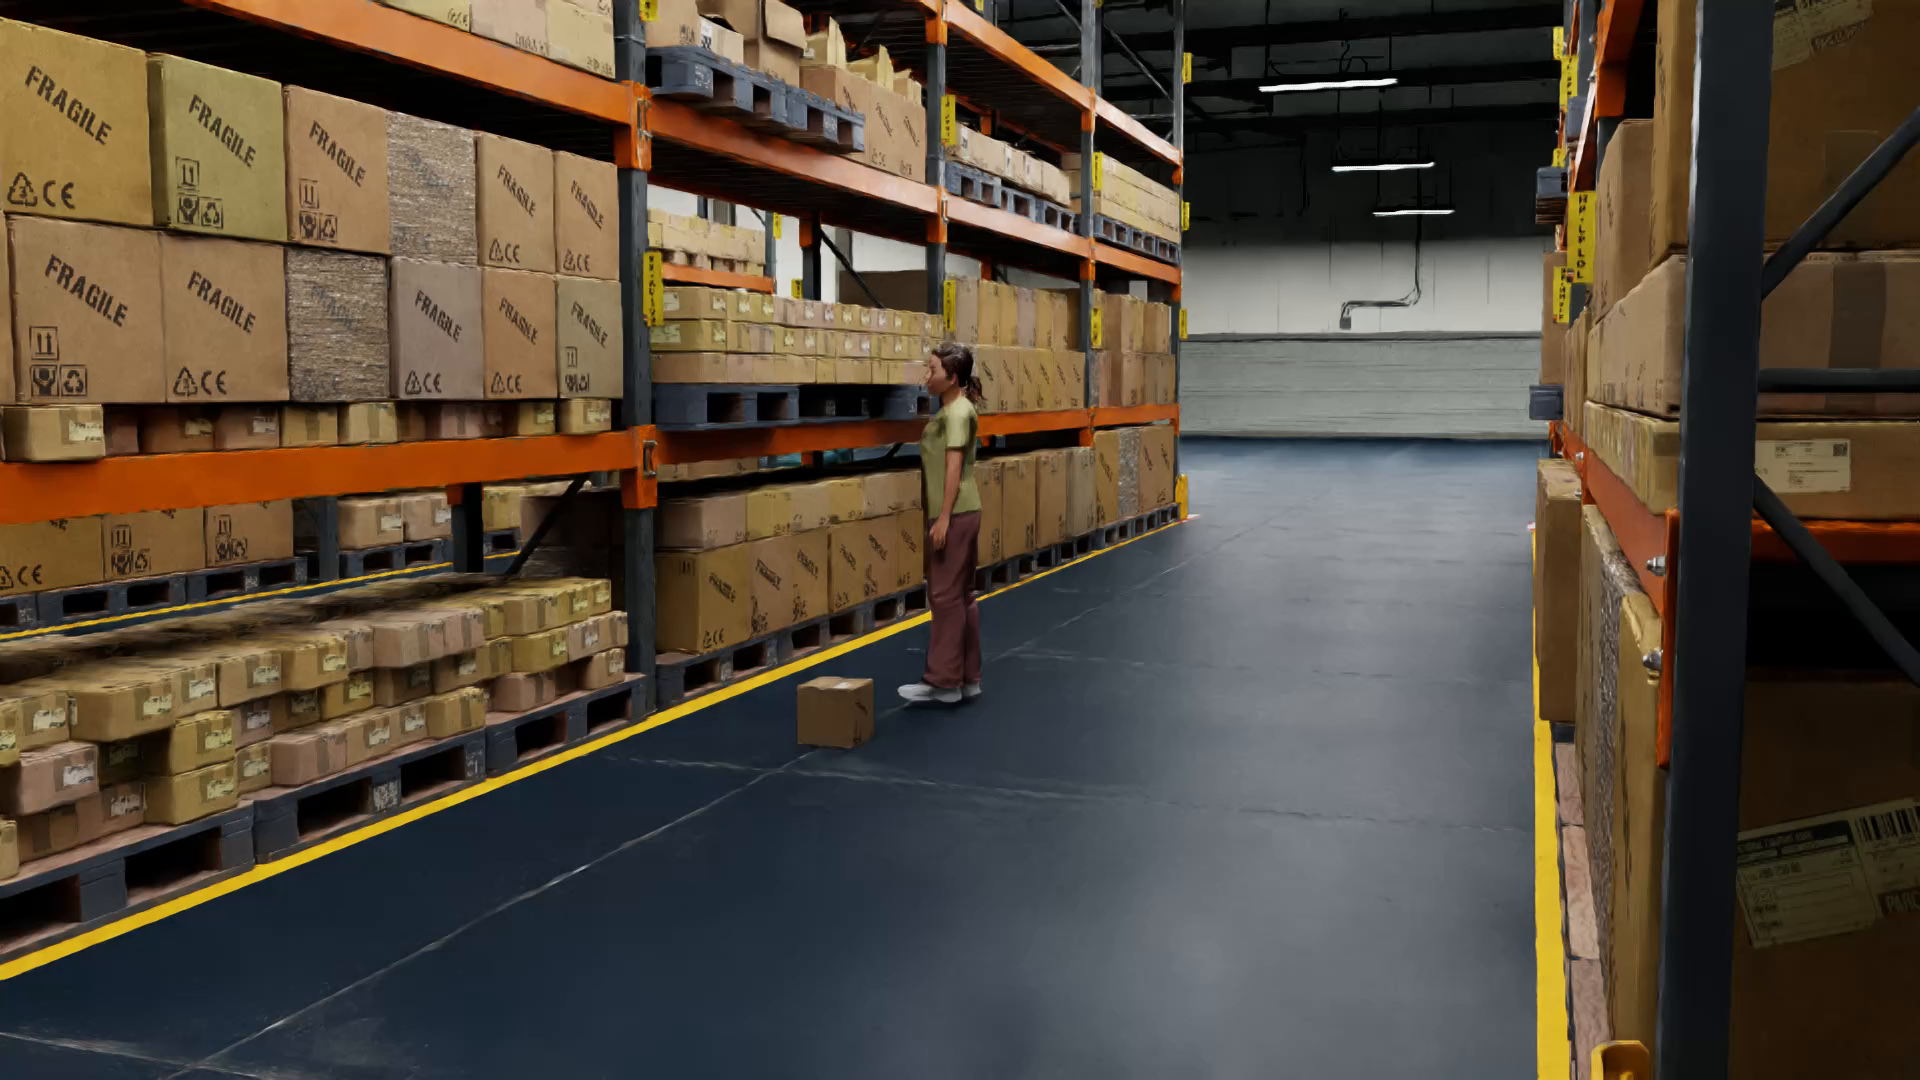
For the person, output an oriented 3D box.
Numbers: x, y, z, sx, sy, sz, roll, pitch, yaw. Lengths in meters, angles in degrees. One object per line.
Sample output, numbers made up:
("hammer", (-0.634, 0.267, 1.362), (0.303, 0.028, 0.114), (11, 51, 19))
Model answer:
("person", (-0.091, -0.069, 7.825), (0.399, 1.659, 0.556), (0, 5, 2))
